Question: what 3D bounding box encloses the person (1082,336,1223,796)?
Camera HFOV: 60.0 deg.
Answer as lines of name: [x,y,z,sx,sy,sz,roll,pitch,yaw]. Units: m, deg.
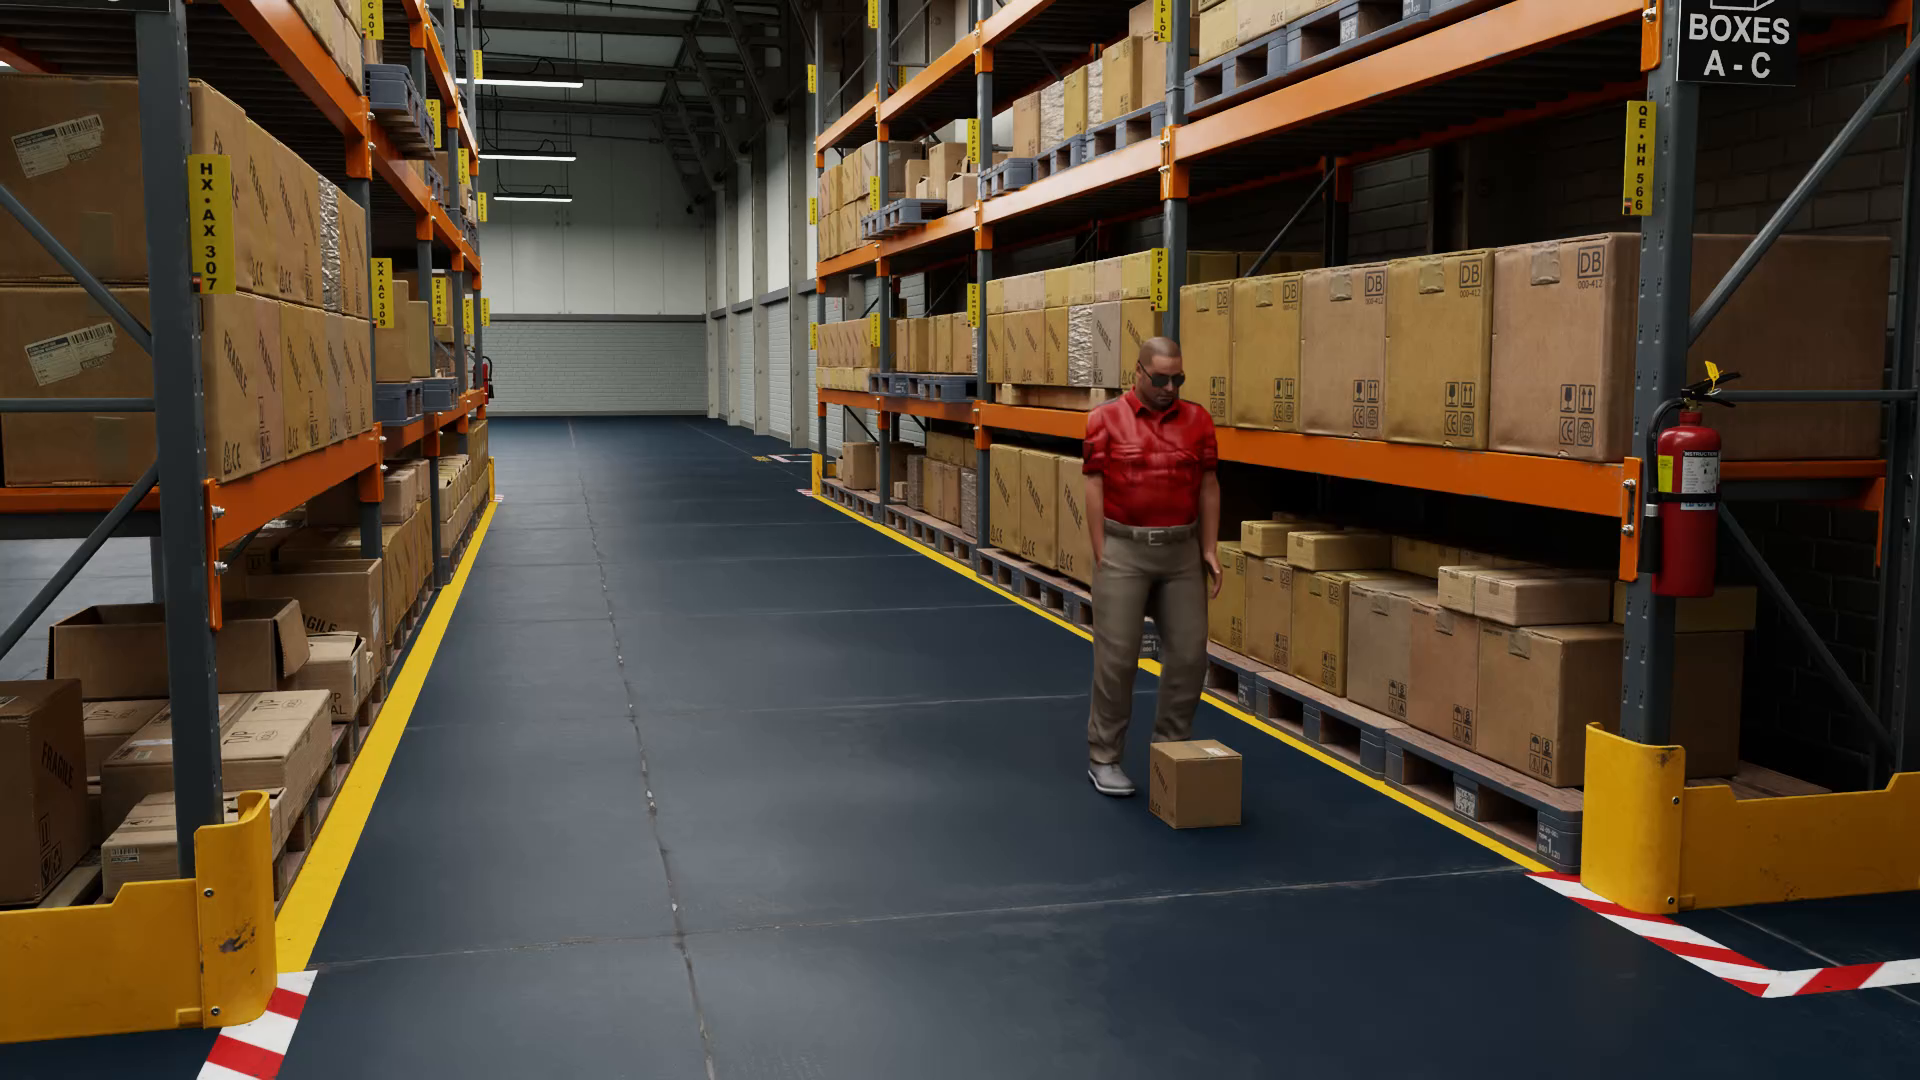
person: [0.733,0.090,6.296,0.538,1.712,0.366,-1,6,-13]
